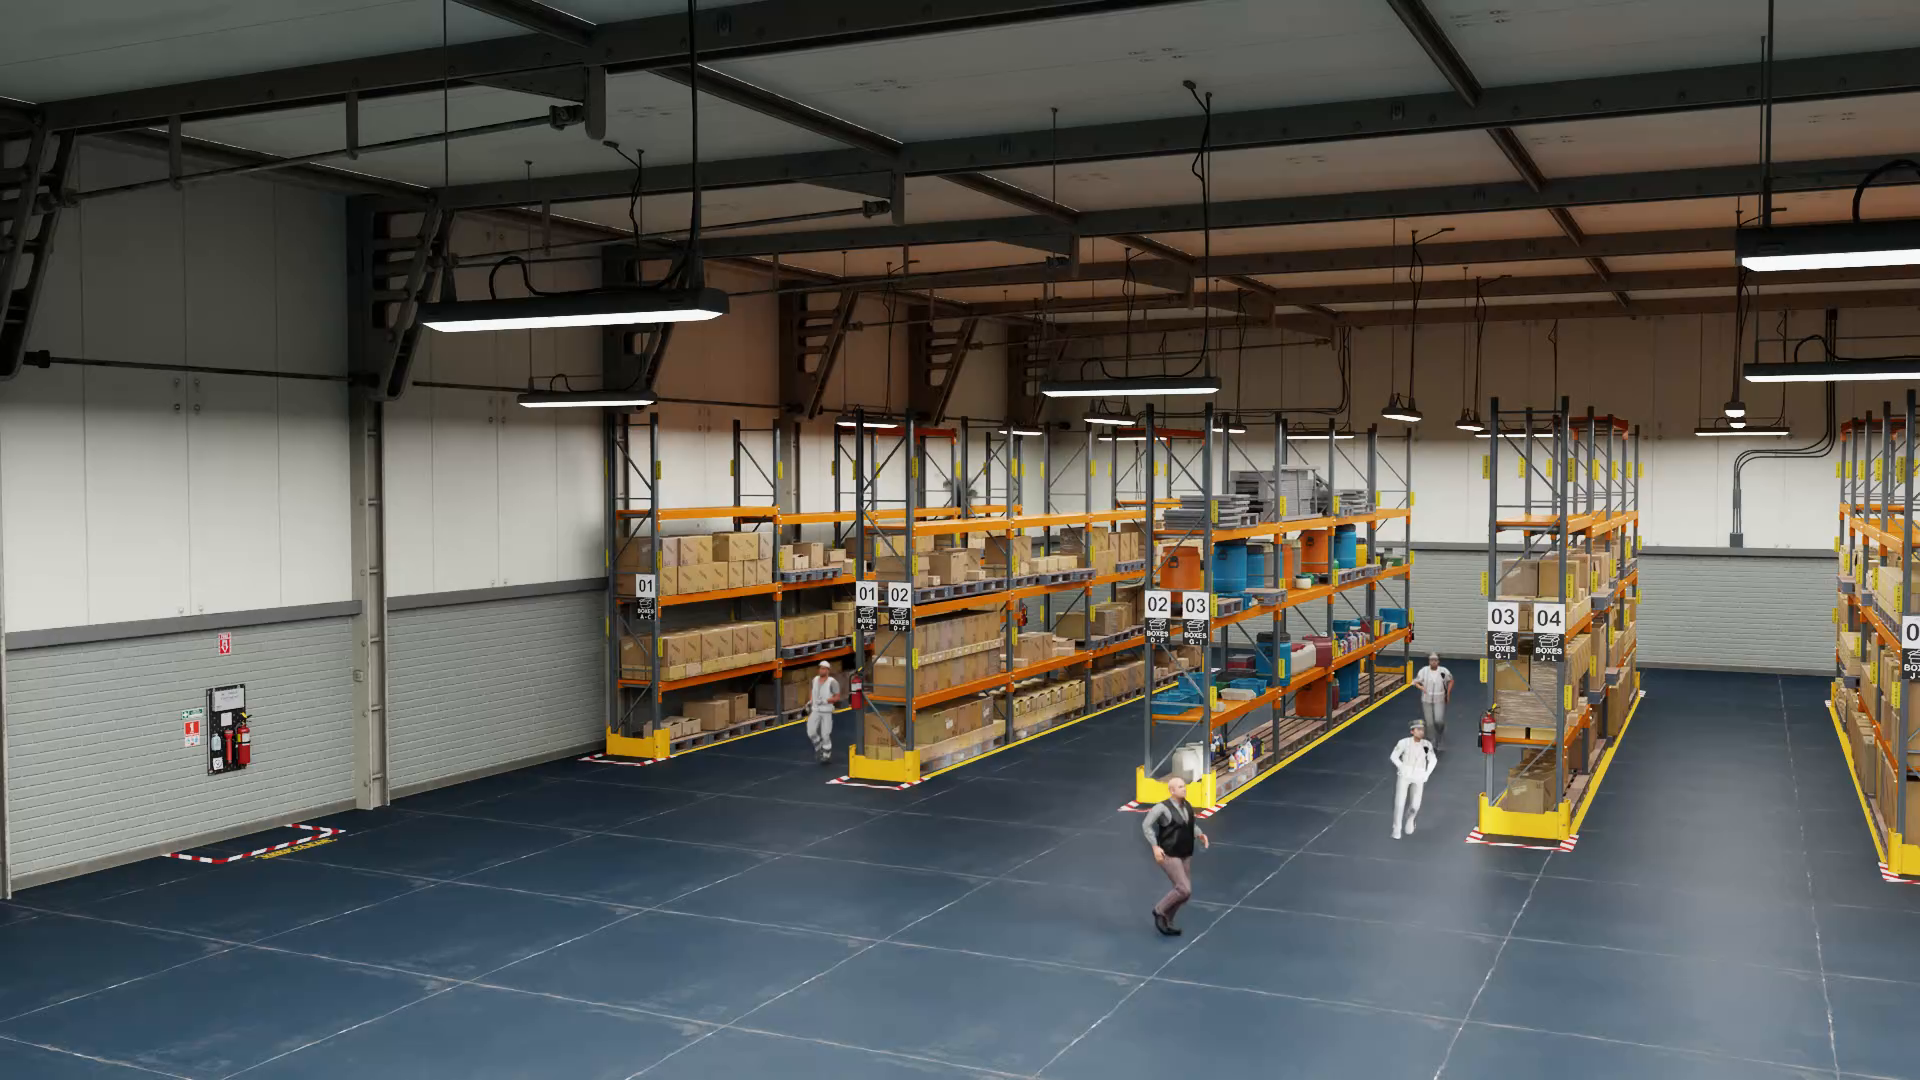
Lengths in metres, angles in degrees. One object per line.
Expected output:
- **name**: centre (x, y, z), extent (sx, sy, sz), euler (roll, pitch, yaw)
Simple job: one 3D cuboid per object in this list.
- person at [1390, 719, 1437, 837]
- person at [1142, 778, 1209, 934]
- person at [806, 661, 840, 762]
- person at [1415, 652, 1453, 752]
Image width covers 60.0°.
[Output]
- **person**: centre (6.162, 3.242, 22.582), extent (0.621, 1.625, 0.505), euler (1, 2, 12)
- **person**: centre (2.356, 3.398, 17.859), extent (0.667, 1.688, 0.601), euler (-2, 3, -45)
- **person**: centre (-2.346, 2.920, 28.257), extent (0.634, 1.735, 0.619), euler (1, 3, 19)
- **person**: centre (8.440, 2.885, 29.655), extent (0.649, 1.800, 0.711), euler (1, 3, 21)
